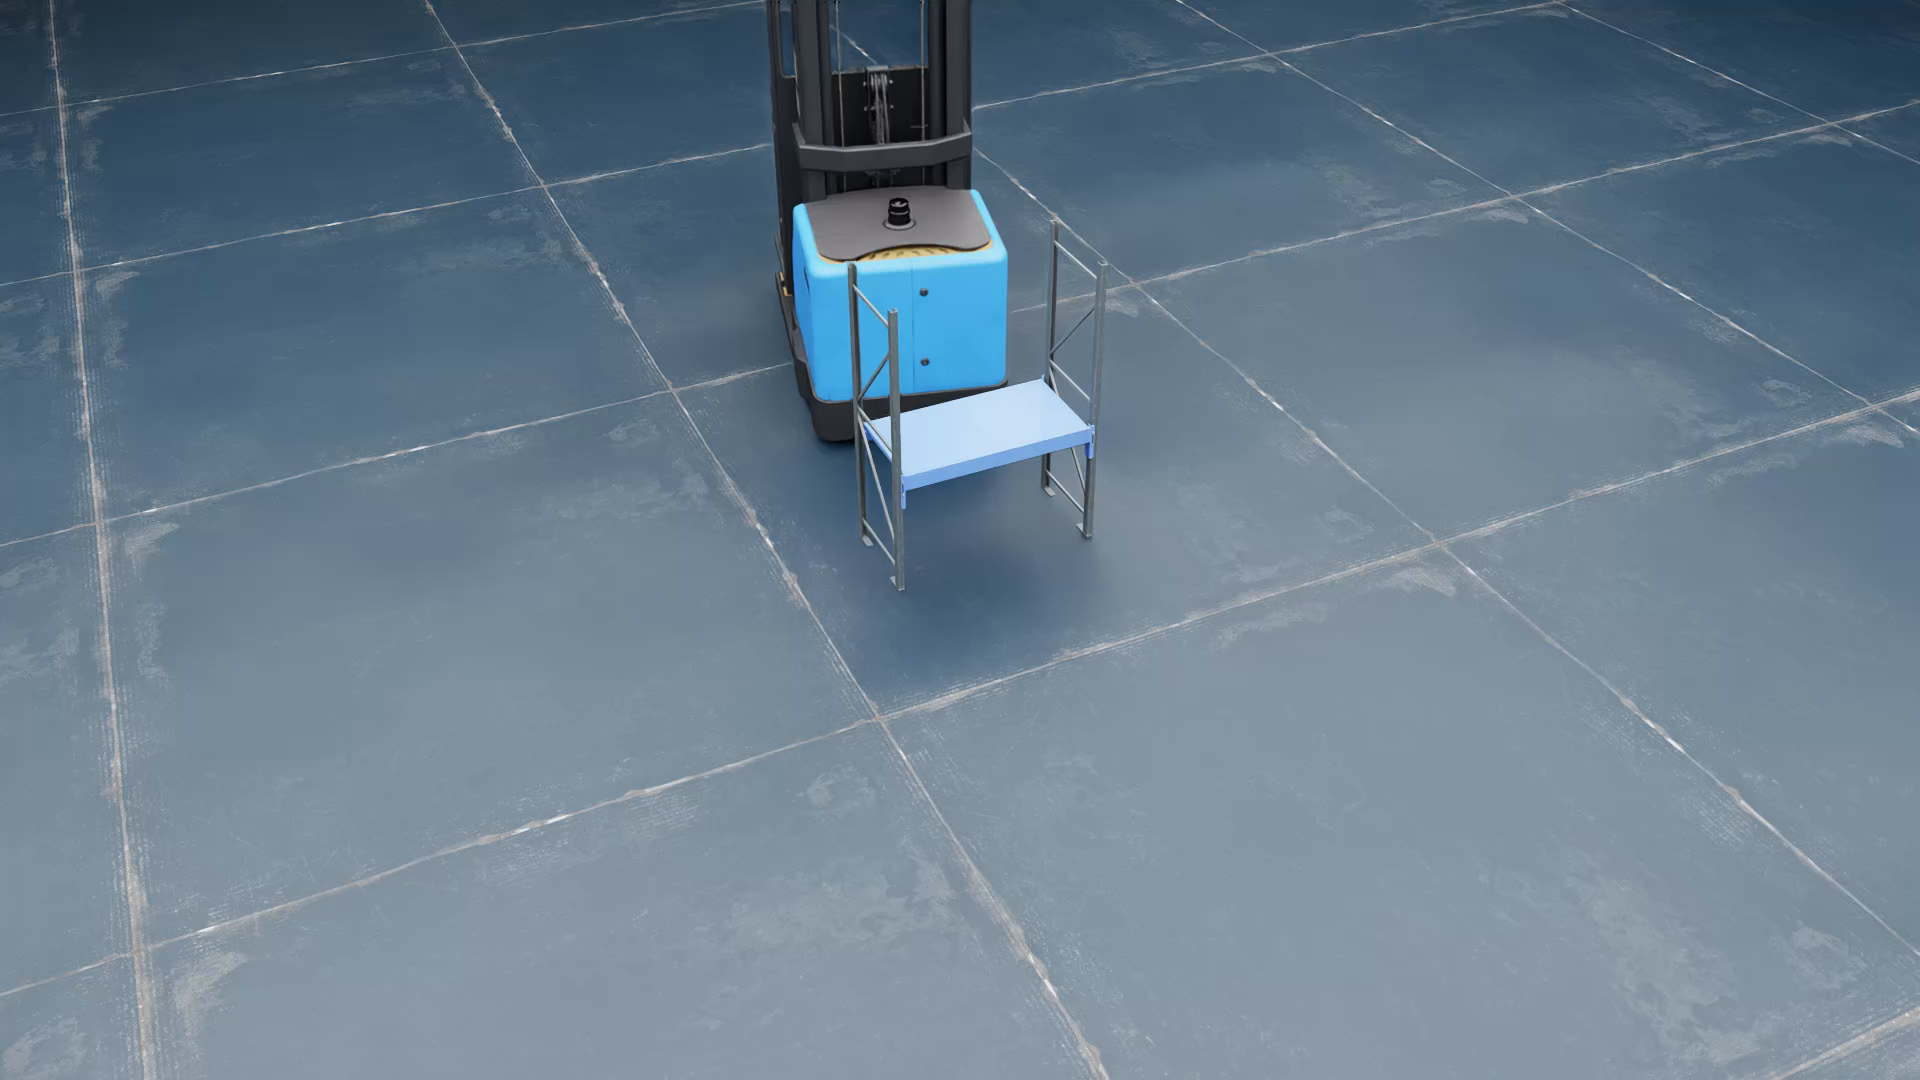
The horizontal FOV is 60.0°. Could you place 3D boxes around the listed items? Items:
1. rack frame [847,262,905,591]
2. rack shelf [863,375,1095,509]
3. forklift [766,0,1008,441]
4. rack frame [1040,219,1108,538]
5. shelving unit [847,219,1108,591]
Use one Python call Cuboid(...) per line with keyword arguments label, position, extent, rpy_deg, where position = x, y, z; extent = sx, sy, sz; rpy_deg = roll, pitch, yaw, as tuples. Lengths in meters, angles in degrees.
Cuboid(label="rack frame", position=(-0.383, -0.495, 7.659), extent=(0.032, 1.500, 0.500), rpy_deg=(-16, 39, -20))
Cuboid(label="rack shelf", position=(0.077, -0.480, 7.939), extent=(1.000, 0.185, 0.538), rpy_deg=(-16, 39, -20))
Cuboid(label="forklift", position=(-0.526, -2.581, 9.269), extent=(1.130, 2.935, 3.031), rpy_deg=(-7, 37, -9))
Cuboid(label="rack frame", position=(0.537, -0.753, 8.006), extent=(0.032, 1.500, 0.500), rpy_deg=(-16, 39, -20))
Cuboid(label="shelving unit", position=(0.077, -0.624, 7.832), extent=(1.048, 1.500, 0.538), rpy_deg=(-16, 39, -20))
